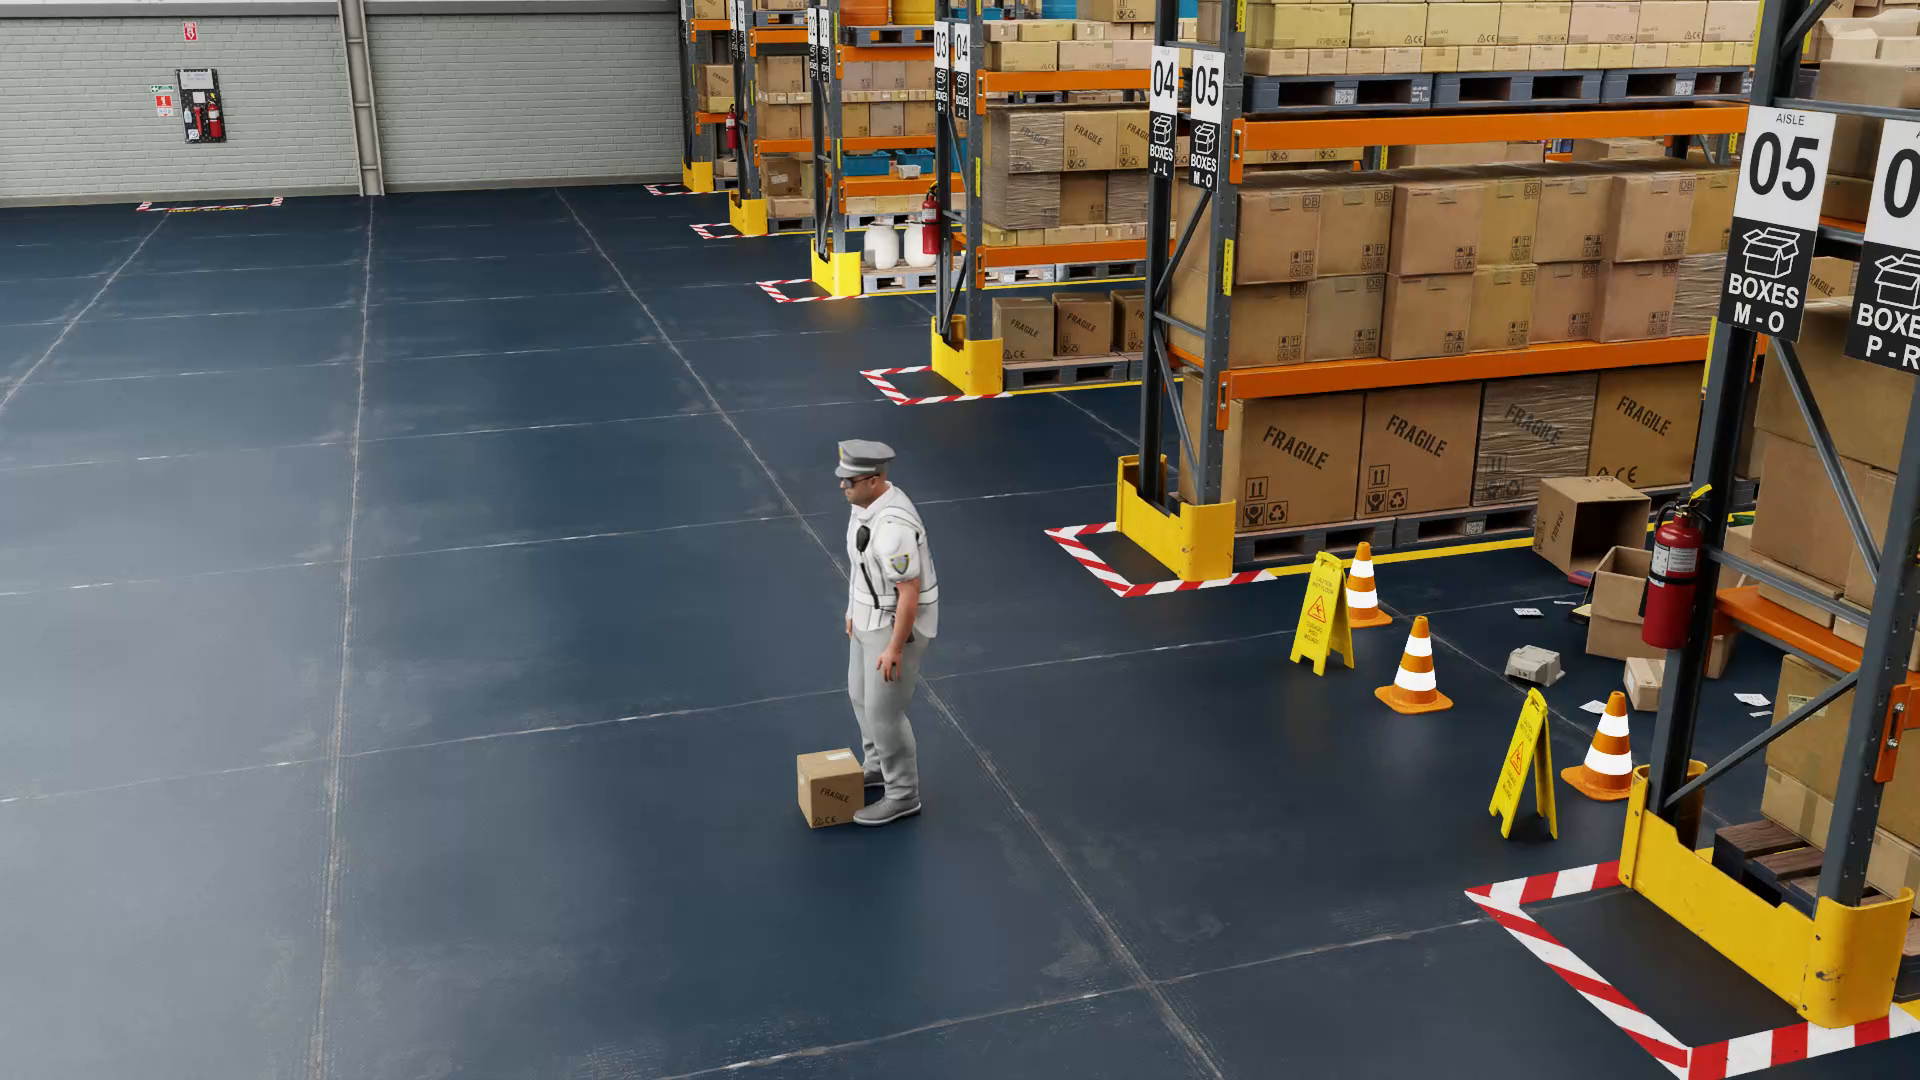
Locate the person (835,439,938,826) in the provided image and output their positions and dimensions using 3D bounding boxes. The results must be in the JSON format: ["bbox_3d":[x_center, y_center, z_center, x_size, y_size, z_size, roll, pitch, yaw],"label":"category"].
[{"bbox_3d":[-0.332,0.392,7.422,0.433,1.748,0.595,-7,20,-19],"label":"person"}]
